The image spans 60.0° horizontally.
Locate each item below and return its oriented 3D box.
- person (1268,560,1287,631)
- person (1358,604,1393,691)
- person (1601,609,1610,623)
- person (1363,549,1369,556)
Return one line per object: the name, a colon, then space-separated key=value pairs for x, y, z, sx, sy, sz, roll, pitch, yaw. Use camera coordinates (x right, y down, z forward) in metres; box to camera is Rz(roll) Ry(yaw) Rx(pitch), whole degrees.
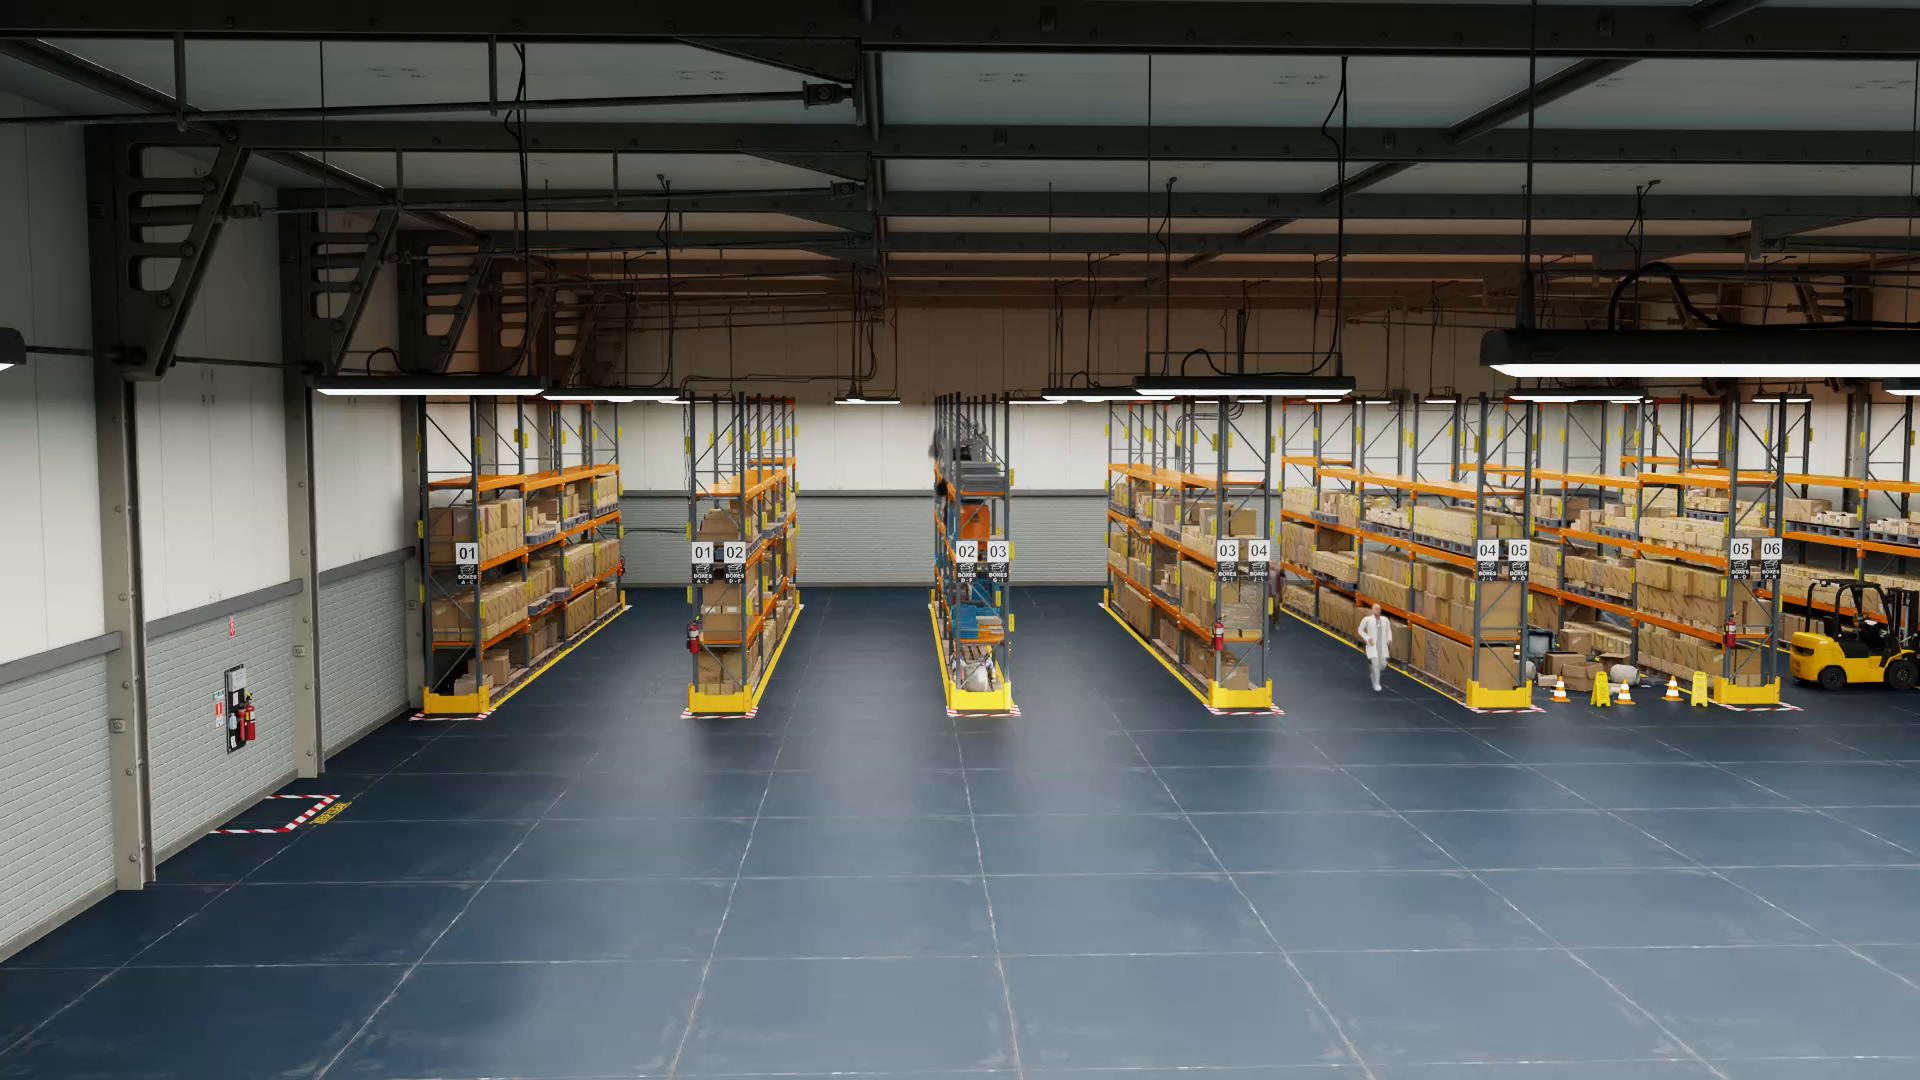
person: x=8.066 y=1.388 z=42.830 sx=0.730 sy=1.764 sz=1.110 roll=1 pitch=5 yaw=7
person: x=8.433 y=2.126 z=33.789 sx=0.712 sy=1.667 sz=0.644 roll=-1 pitch=5 yaw=-6
person: x=16.439 y=1.488 z=42.462 sx=0.610 sy=1.623 sz=0.855 roll=-1 pitch=5 yaw=-6
person: x=12.235 y=1.038 z=49.202 sx=0.762 sy=1.520 sz=0.598 roll=0 pitch=5 yaw=3
